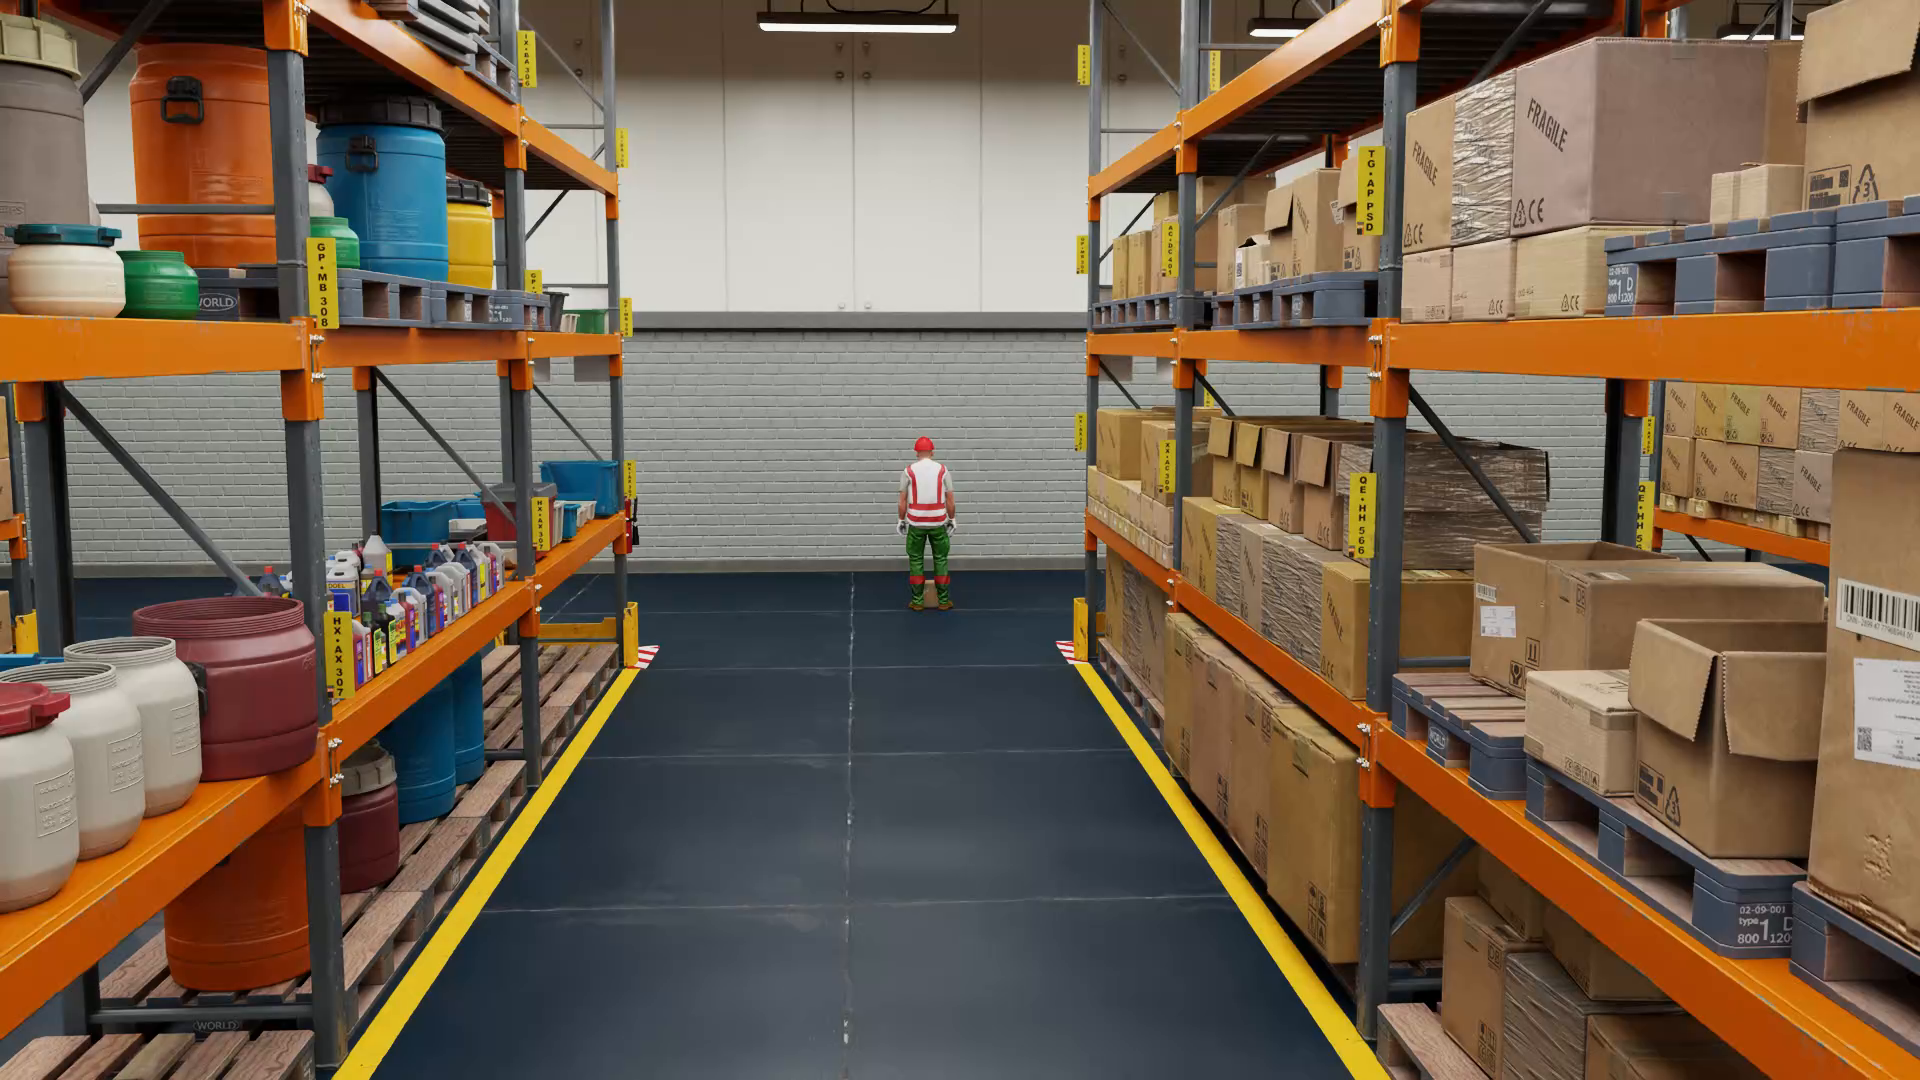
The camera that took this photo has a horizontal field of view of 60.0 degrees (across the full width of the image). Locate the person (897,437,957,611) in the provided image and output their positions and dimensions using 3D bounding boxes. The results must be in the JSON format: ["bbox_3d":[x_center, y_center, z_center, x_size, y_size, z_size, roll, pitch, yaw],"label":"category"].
[{"bbox_3d":[-0.339,-0.170,17.108,0.612,1.779,0.455,-1,7,-4],"label":"person"}]
